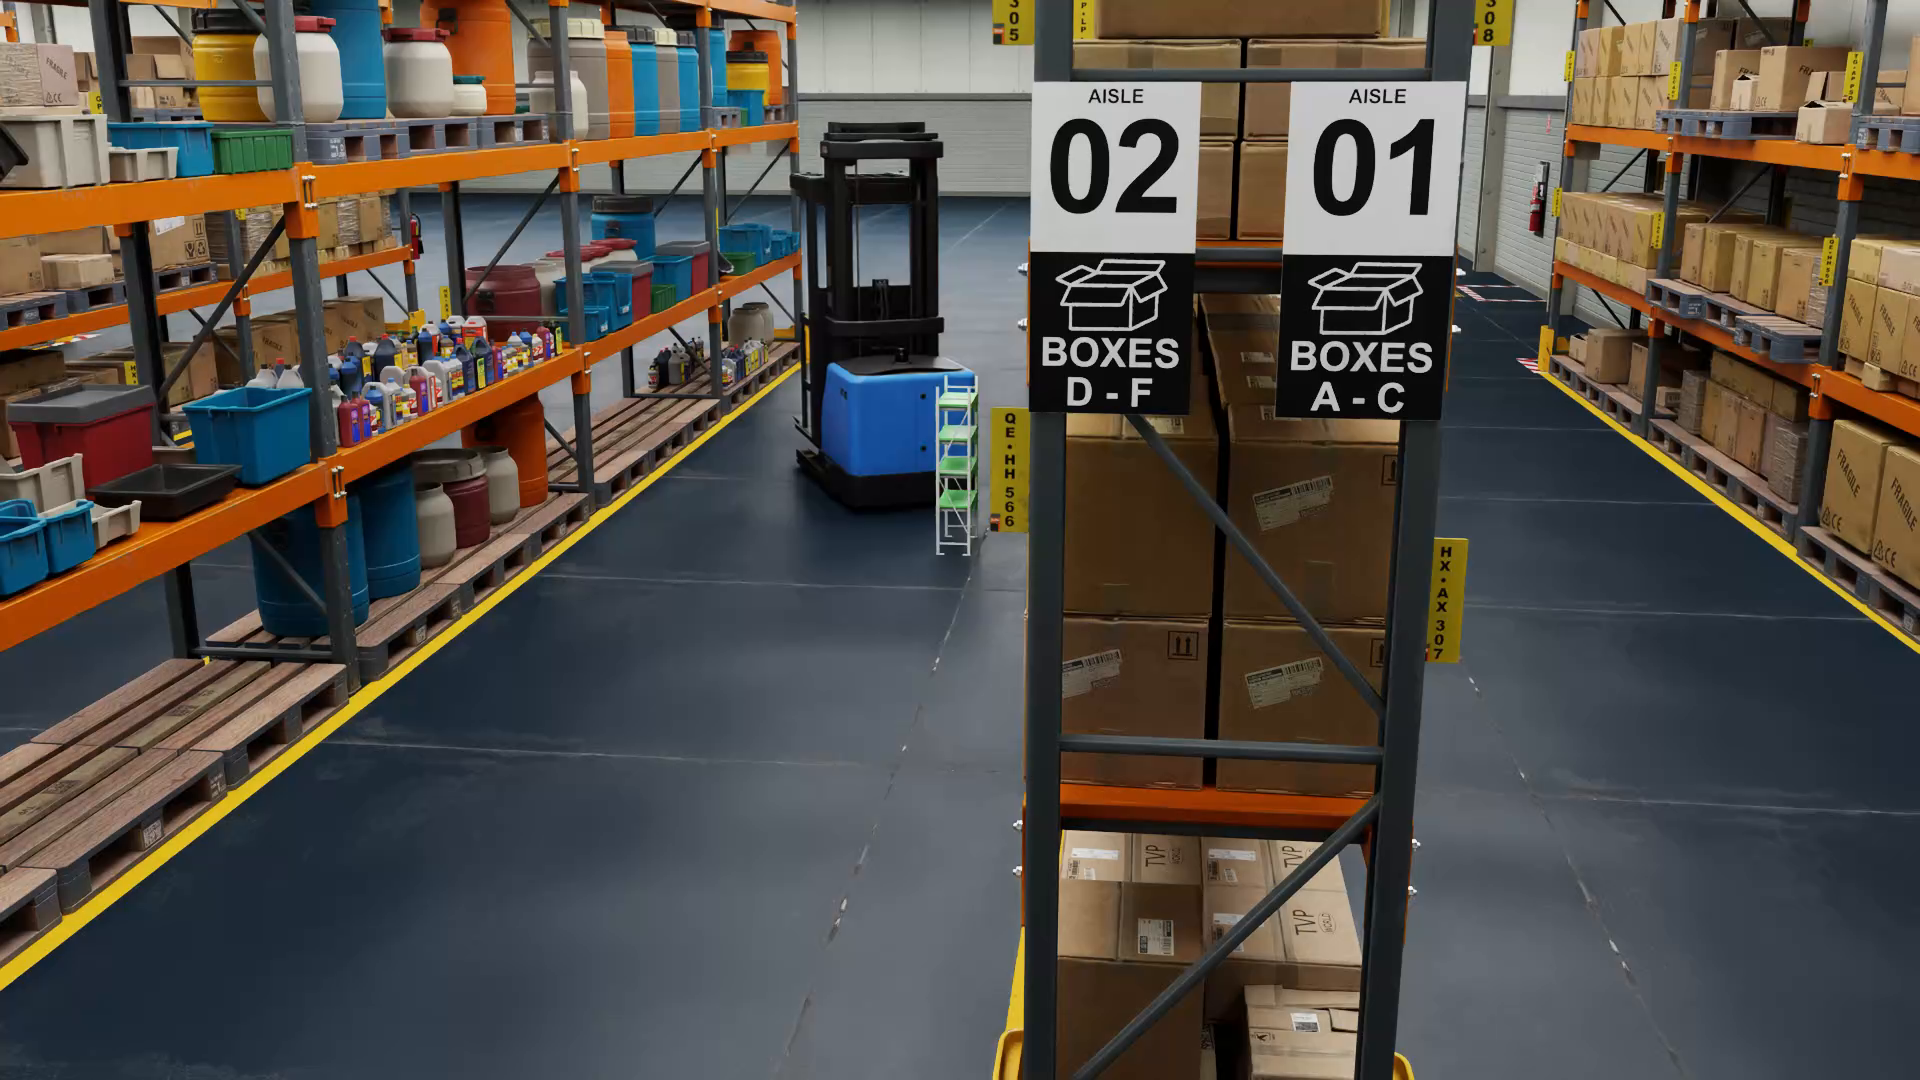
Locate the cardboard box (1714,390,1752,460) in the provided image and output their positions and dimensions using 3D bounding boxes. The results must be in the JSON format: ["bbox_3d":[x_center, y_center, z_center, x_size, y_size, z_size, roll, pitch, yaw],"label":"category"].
[{"bbox_3d":[6.781,-0.959,13.910,0.700,0.500,0.500,2,15,7],"label":"cardboard box"}]

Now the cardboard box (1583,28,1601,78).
[{"bbox_3d":[7.014,-5.216,17.815,0.500,0.500,0.500,2,15,6],"label":"cardboard box"}]

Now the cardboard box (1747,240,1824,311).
[{"bbox_3d":[6.664,-2.081,13.077,0.700,0.500,0.500,2,15,6],"label":"cardboard box"}]

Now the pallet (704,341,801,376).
[{"bbox_3d":[-2.497,-2.163,19.758,1.003,0.211,1.213,2,15,6],"label":"pallet"}]

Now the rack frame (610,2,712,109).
[{"bbox_3d":[-2.890,-5.600,15.631,1.000,3.000,0.127,2,15,6],"label":"rack frame"}]

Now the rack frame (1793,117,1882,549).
[{"bbox_3d":[6.503,-1.374,11.498,1.000,3.000,0.127,2,15,6],"label":"rack frame"}]

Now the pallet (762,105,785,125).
[{"bbox_3d":[-2.629,-4.886,19.101,1.003,0.211,1.213,2,15,6],"label":"pallet"}]

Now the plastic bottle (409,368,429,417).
[{"bbox_3d":[-3.227,-0.885,9.913,0.061,0.283,0.133,2,15,6],"label":"plastic bottle"}]

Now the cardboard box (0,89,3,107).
[{"bbox_3d":[-7.954,-3.664,13.070,0.500,0.500,0.500,2,15,7],"label":"cardboard box"}]

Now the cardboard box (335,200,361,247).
[{"bbox_3d":[-7.486,-3.675,19.246,0.875,0.500,0.500,2,15,6],"label":"cardboard box"}]

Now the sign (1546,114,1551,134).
[{"bbox_3d":[9.280,-6.556,26.221,0.001,0.298,0.199,2,15,6],"label":"sign"}]

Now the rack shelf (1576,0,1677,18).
[{"bbox_3d":[7.180,-5.478,16.564,1.077,0.370,4.000,2,15,6],"label":"rack shelf"}]

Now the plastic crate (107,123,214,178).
[{"bbox_3d":[-3.578,-1.750,7.463,0.416,0.233,0.300,2,15,6],"label":"plastic crate"}]

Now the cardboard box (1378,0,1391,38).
[{"bbox_3d":[0.860,-1.684,4.791,0.700,0.500,0.500,2,15,6],"label":"cardboard box"}]

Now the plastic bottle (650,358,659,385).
[{"bbox_3d":[-3.163,-1.739,17.208,0.061,0.283,0.133,2,15,9],"label":"plastic bottle"}]

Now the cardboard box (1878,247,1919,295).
[{"bbox_3d":[6.135,-1.688,10.423,0.500,0.250,0.500,1,15,5],"label":"cardboard box"}]

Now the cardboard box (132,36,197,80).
[{"bbox_3d":[-8.014,-4.855,16.904,0.500,0.500,0.500,1,15,5],"label":"cardboard box"}]

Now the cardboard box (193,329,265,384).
[{"bbox_3d":[-7.726,-1.948,17.604,0.500,0.500,0.500,1,15,5],"label":"cardboard box"}]

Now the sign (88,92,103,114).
[{"bbox_3d":[-4.339,-2.098,8.410,0.100,0.325,0.005,2,15,6],"label":"sign"}]

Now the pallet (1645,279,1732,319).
[{"bbox_3d":[6.723,-2.125,14.643,1.003,0.211,1.213,2,15,6],"label":"pallet"}]

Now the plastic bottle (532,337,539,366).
[{"bbox_3d":[-3.031,-1.338,11.745,0.097,0.201,0.097,0,15,0],"label":"plastic bottle"}]

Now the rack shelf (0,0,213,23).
[{"bbox_3d":[-8.037,-4.686,14.398,1.077,0.370,4.000,2,15,6],"label":"rack shelf"}]

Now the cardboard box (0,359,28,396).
[{"bbox_3d":[-8.217,-1.354,13.934,0.500,0.250,0.500,2,15,9],"label":"cardboard box"}]

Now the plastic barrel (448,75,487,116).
[{"bbox_3d":[-3.316,-2.968,11.105,0.301,0.262,0.301,0,15,0],"label":"plastic barrel"}]

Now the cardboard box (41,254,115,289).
[{"bbox_3d":[-7.845,-2.370,14.664,0.500,0.250,0.500,1,15,5],"label":"cardboard box"}]

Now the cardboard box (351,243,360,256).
[{"bbox_3d":[-7.306,-3.426,19.569,0.380,0.149,0.250,2,15,6],"label":"cardboard box"}]

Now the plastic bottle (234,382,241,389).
[{"bbox_3d":[-4.088,-0.745,9.396,0.061,0.283,0.133,2,15,6],"label":"plastic bottle"}]

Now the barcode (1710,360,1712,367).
[{"bbox_3d":[7.253,-1.705,16.054,0.001,0.075,0.075,2,15,6],"label":"barcode"}]

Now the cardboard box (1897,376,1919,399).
[{"bbox_3d":[6.178,-0.984,10.497,0.380,0.149,0.250,2,15,6],"label":"cardboard box"}]

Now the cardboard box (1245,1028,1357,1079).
[{"bbox_3d":[1.066,1.621,5.040,0.380,0.149,0.250,2,15,6],"label":"cardboard box"}]

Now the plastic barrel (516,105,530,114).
[{"bbox_3d":[-3.430,-3.384,13.449,0.301,0.262,0.301,0,15,0],"label":"plastic barrel"}]

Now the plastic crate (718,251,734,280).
[{"bbox_3d":[-2.704,-2.806,16.910,0.767,0.338,0.504,2,15,6],"label":"plastic crate"}]

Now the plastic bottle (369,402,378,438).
[{"bbox_3d":[-3.317,-0.680,9.312,0.097,0.201,0.097,0,15,0],"label":"plastic bottle"}]

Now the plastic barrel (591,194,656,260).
[{"bbox_3d":[-3.234,-2.854,16.011,0.600,0.901,0.708,2,15,6],"label":"plastic barrel"}]

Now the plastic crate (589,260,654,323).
[{"bbox_3d":[-2.855,-2.107,14.086,0.402,0.464,0.583,2,15,6],"label":"plastic crate"}]

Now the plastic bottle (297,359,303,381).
[{"bbox_3d":[-3.850,-0.897,9.826,0.144,0.351,0.185,2,15,6],"label":"plastic bottle"}]

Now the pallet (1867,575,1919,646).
[{"bbox_3d":[6.199,0.490,9.947,1.003,0.211,1.213,2,15,6],"label":"pallet"}]

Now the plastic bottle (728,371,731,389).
[{"bbox_3d":[-2.407,-1.661,17.077,0.097,0.201,0.097,0,15,0],"label":"plastic bottle"}]

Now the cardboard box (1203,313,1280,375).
[{"bbox_3d":[1.217,-0.610,6.566,0.500,0.500,0.500,2,15,7],"label":"cardboard box"}]

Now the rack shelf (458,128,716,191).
[{"bbox_3d":[-3.115,-3.286,14.198,1.077,0.370,4.000,2,15,6],"label":"rack shelf"}]

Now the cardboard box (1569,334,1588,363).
[{"bbox_3d":[7.238,-2.187,18.811,0.500,0.311,0.500,0,15,0],"label":"cardboard box"}]

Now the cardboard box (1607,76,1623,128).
[{"bbox_3d":[6.929,-4.463,16.945,0.500,0.500,0.500,3,15,10],"label":"cardboard box"}]

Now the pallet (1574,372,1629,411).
[{"bbox_3d":[7.130,-1.558,17.520,1.003,0.211,1.213,2,15,6],"label":"pallet"}]

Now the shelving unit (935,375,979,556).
[{"bbox_3d":[-0.019,-0.536,11.847,0.258,1.200,0.503,2,15,6],"label":"shelving unit"}]

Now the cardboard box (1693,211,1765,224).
[{"bbox_3d":[7.215,-2.827,15.682,0.500,0.500,0.500,1,15,5],"label":"cardboard box"}]

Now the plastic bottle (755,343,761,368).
[{"bbox_3d":[-2.281,-2.049,18.368,0.152,0.276,0.135,1,15,5],"label":"plastic bottle"}]

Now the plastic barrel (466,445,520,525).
[{"bbox_3d":[-3.354,-0.391,11.825,0.421,0.512,0.421,0,15,0],"label":"plastic barrel"}]

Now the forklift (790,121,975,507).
[{"bbox_3d":[-0.787,-2.014,13.996,1.130,2.935,3.031,-5,16,-17],"label":"forklift"}]

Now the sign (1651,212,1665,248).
[{"bbox_3d":[6.414,-2.844,15.274,0.100,0.325,0.005,2,15,6],"label":"sign"}]

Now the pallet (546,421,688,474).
[{"bbox_3d":[-3.075,-0.835,14.847,1.003,0.211,1.213,2,15,6],"label":"pallet"}]

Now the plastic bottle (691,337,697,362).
[{"bbox_3d":[-2.996,-2.123,18.628,0.061,0.283,0.133,2,15,7],"label":"plastic bottle"}]

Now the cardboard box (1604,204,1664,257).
[{"bbox_3d":[6.818,-3.103,16.702,0.500,0.500,0.500,1,15,5],"label":"cardboard box"}]

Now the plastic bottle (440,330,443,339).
[{"bbox_3d":[-3.762,-1.413,12.022,0.097,0.201,0.097,0,15,0],"label":"plastic bottle"}]

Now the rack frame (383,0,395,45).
[{"bbox_3d":[-7.360,-6.783,20.007,1.000,3.000,0.127,2,15,6],"label":"rack frame"}]
